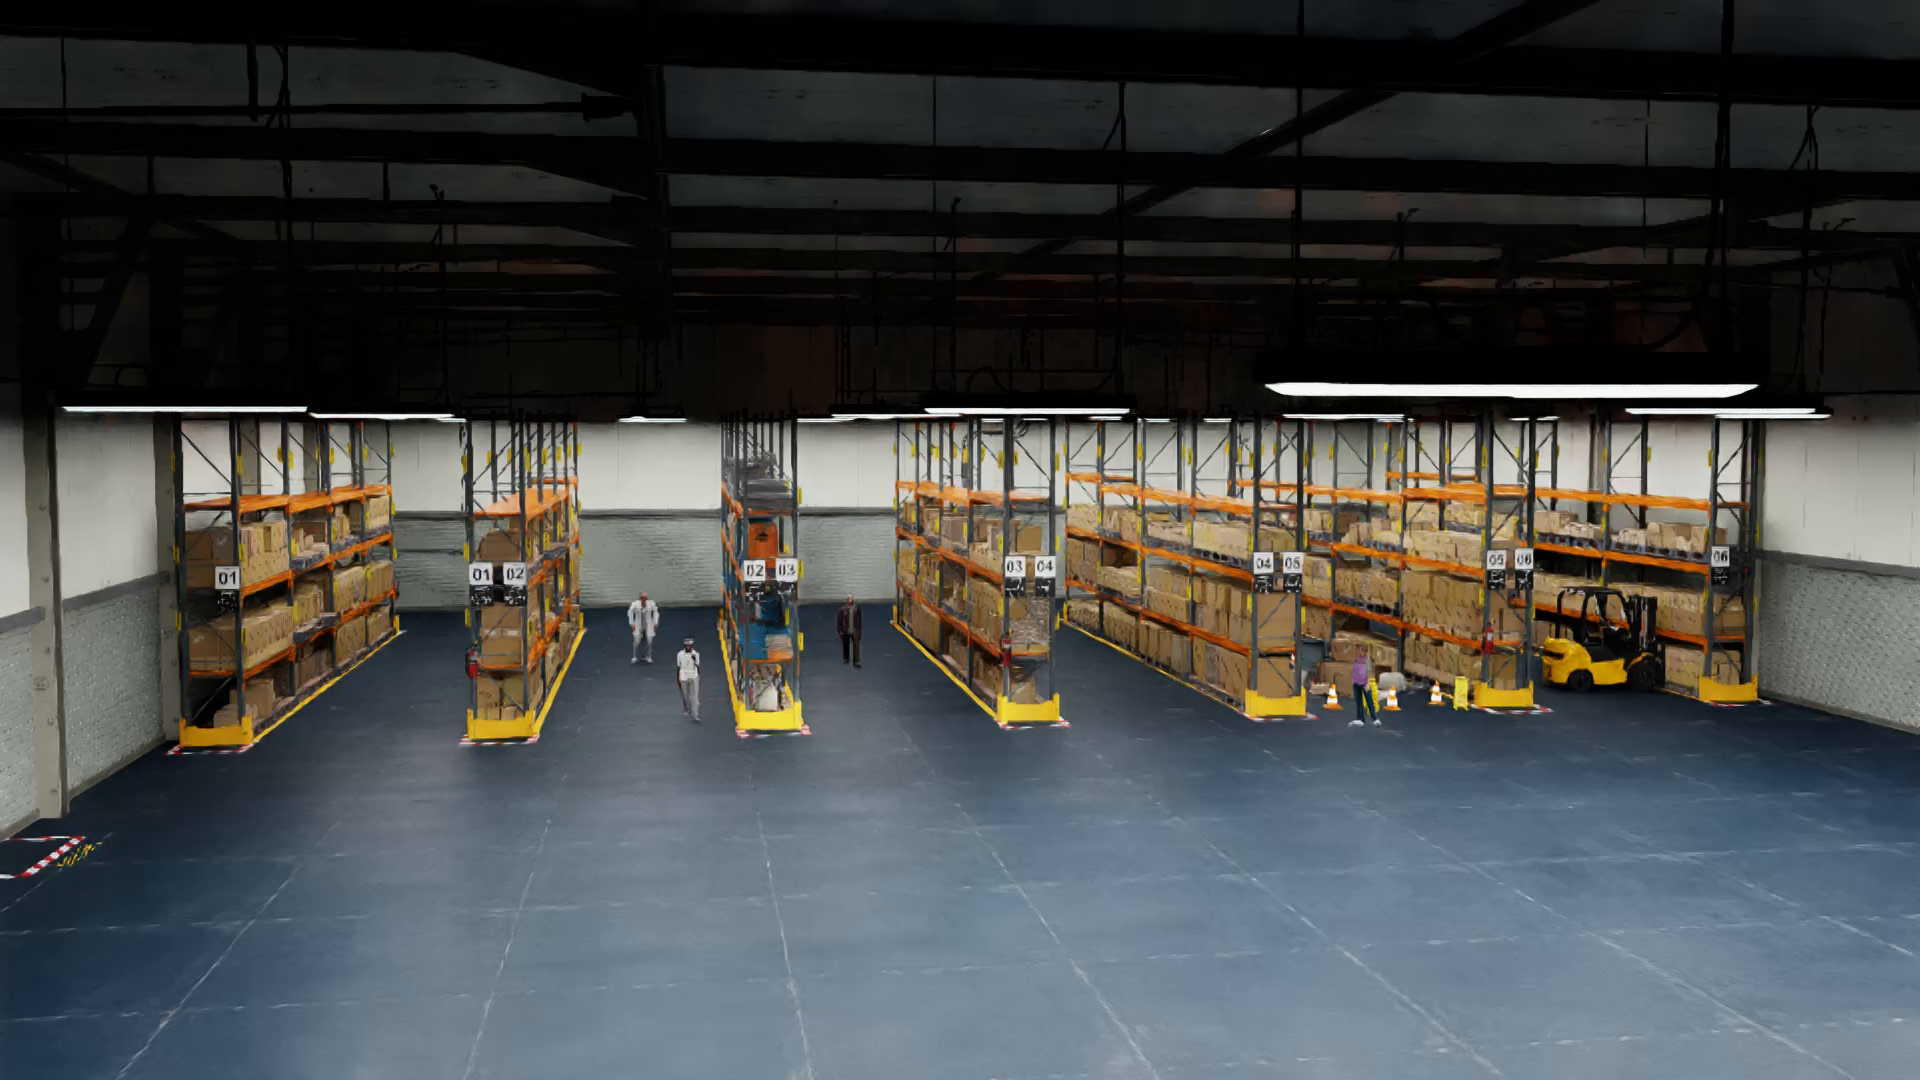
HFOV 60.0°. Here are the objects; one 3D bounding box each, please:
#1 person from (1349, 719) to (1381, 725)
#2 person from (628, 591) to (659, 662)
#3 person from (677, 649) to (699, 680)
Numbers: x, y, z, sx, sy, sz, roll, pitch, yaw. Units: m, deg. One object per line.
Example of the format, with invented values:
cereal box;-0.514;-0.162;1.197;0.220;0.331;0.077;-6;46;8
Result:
person;7.731;3.431;31.597;0.418;0.196;0.546;-3;5;-34
person;-7.614;2.074;39.986;0.729;1.733;0.544;-1;4;-12
person;-5.261;2.388;32.180;0.435;0.614;0.374;-1;4;-7
